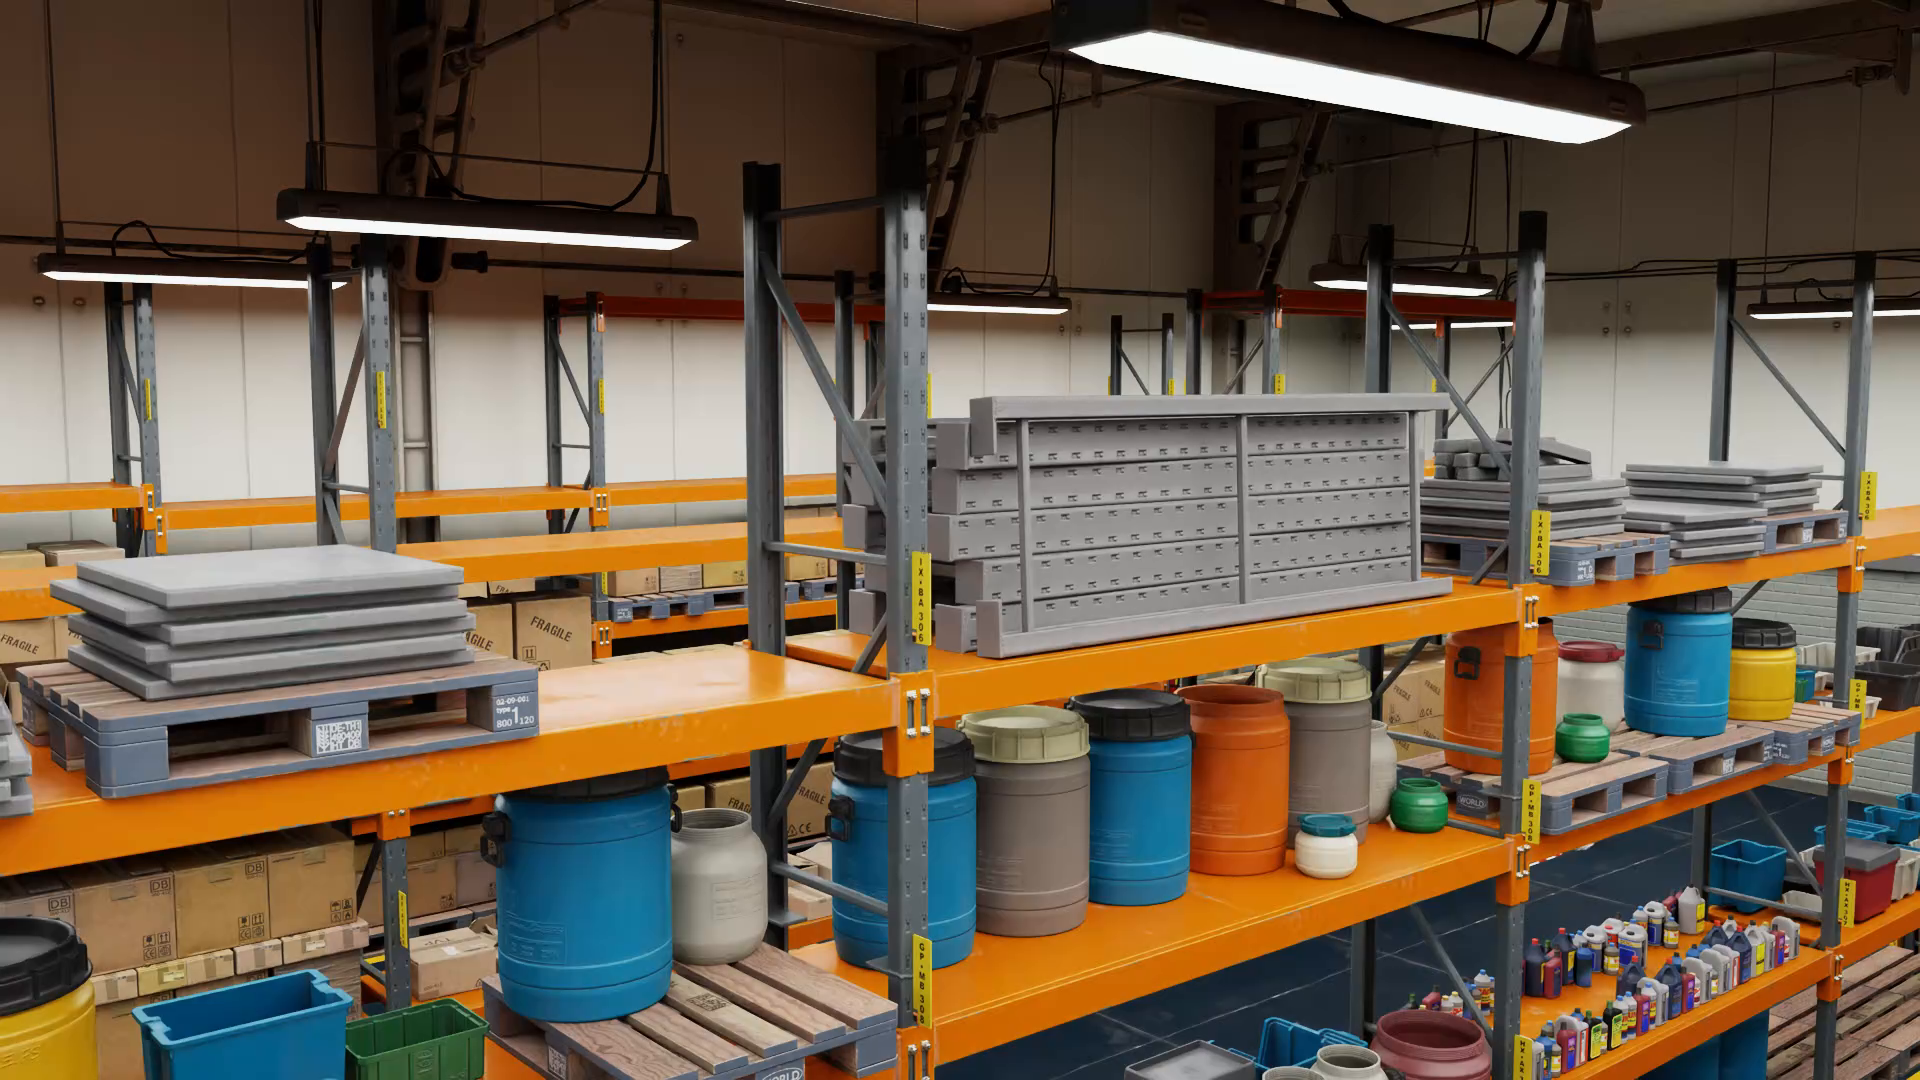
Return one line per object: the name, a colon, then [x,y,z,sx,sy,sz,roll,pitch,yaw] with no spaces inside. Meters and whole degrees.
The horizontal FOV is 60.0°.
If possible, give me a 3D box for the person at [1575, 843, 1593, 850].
person: [6.979,2.611,18.475,0.504,1.616,0.434,-2,6,-22]
